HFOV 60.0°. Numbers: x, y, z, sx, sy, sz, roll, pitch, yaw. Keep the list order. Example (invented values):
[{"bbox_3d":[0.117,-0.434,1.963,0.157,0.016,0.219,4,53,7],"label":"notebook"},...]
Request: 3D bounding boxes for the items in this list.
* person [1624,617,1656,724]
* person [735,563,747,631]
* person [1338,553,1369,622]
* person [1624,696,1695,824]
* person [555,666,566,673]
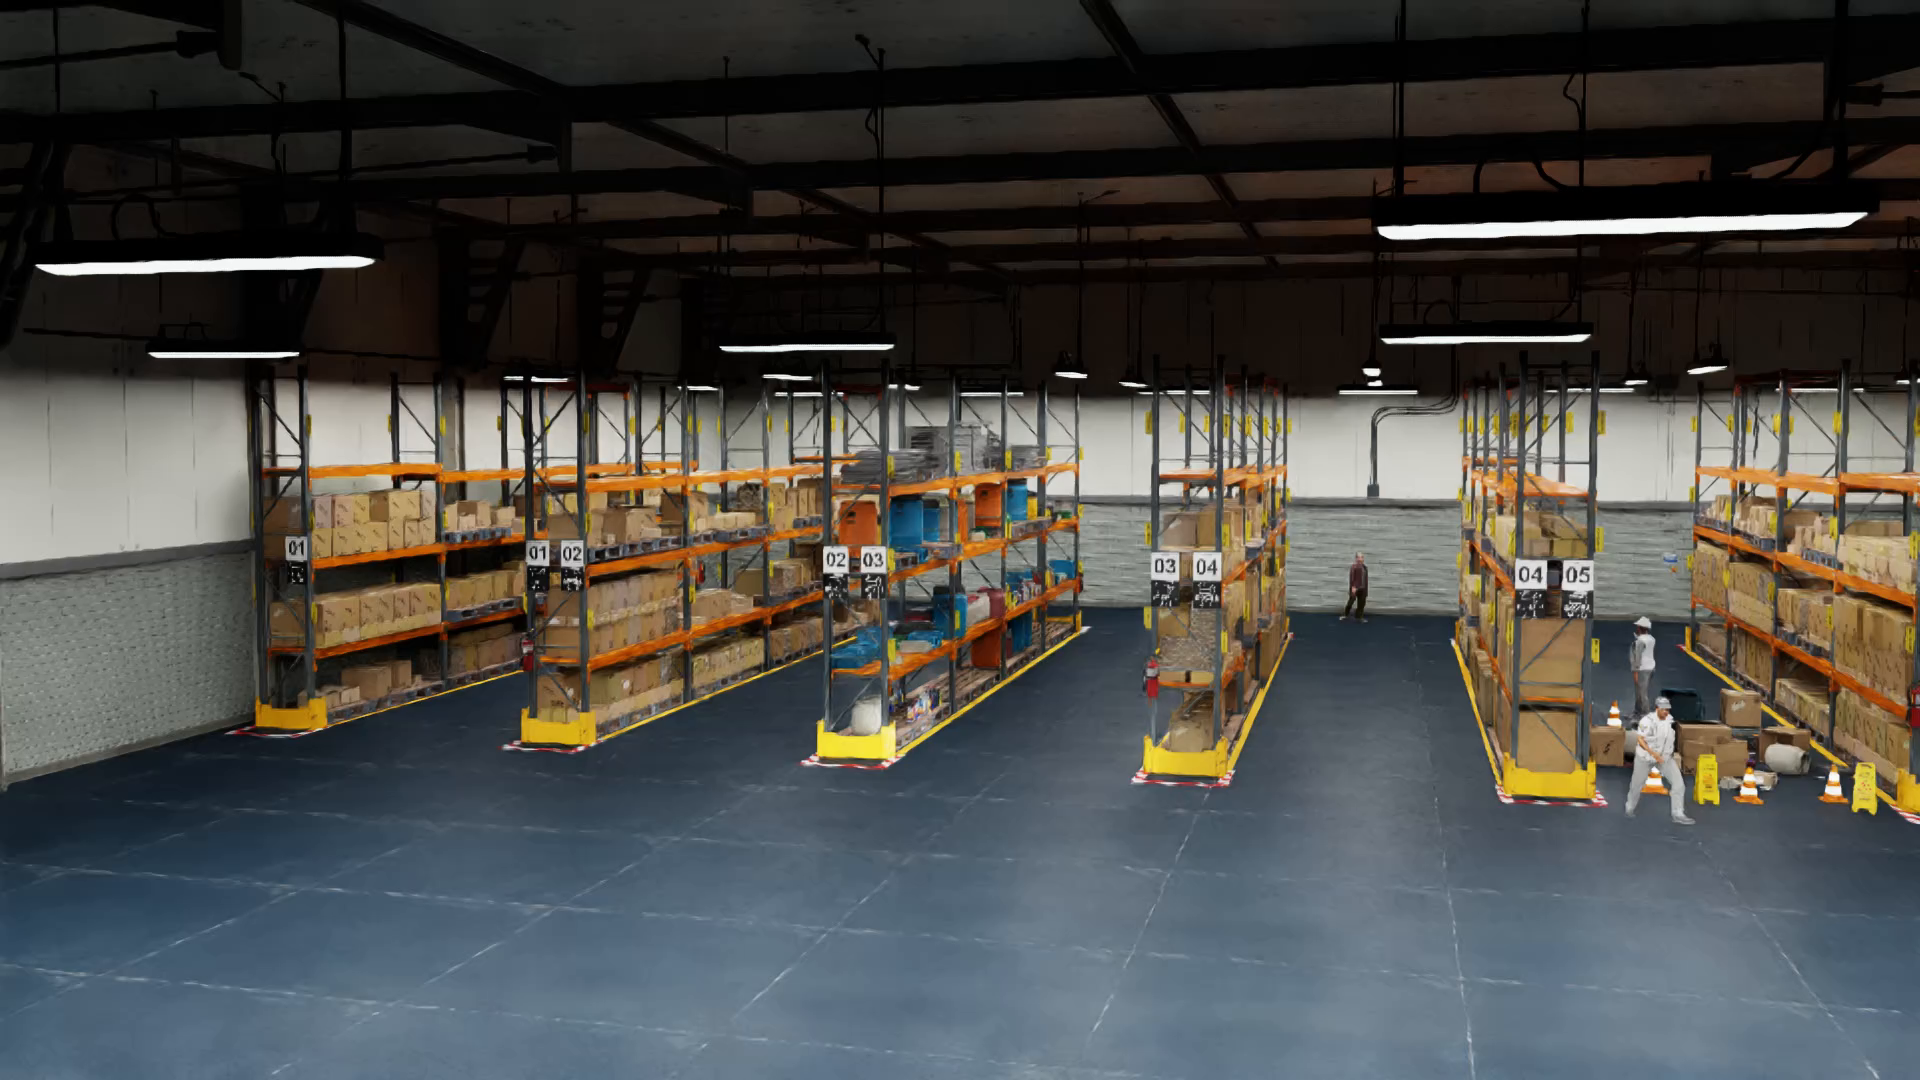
[{"bbox_3d":[11.417,2.177,27.954,0.494,1.775,0.578,4,5,44],"label":"person"},{"bbox_3d":[-5.237,1.407,40.342,0.444,1.610,0.550,0,4,-3],"label":"person"},{"bbox_3d":[10.024,1.203,42.332,0.778,1.770,0.518,-2,5,-29],"label":"person"},{"bbox_3d":[8.819,2.746,21.033,0.656,1.598,0.796,0,4,-5],"label":"person"},{"bbox_3d":[-7.218,2.039,30.807,0.538,1.661,1.033,2,4,24],"label":"person"}]
